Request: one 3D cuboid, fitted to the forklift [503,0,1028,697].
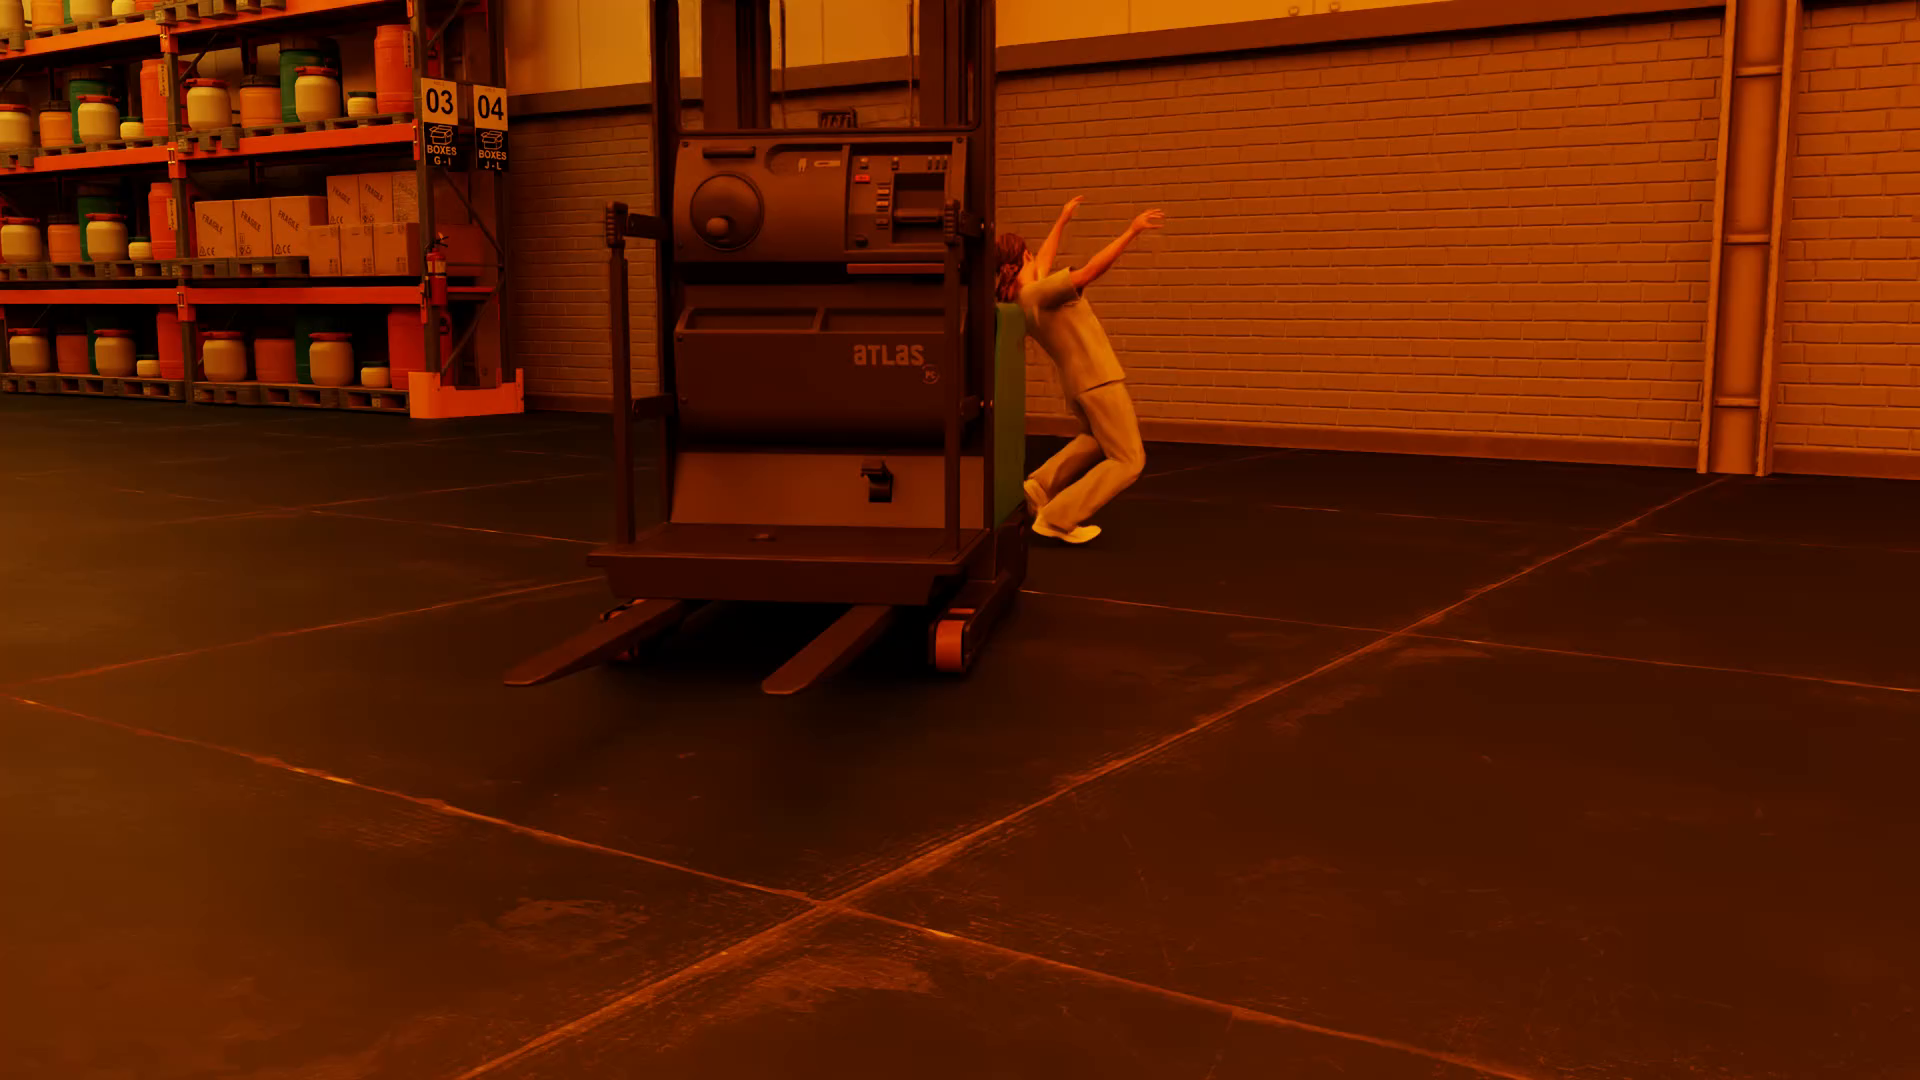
[{"bbox_3d":[-0.470,-1.111,5.004,1.130,2.935,3.031,1,8,9],"label":"forklift"}]

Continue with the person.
[{"bbox_3d":[0.482,-0.770,7.404,0.692,1.556,0.880,-2,8,-14],"label":"person"}]
